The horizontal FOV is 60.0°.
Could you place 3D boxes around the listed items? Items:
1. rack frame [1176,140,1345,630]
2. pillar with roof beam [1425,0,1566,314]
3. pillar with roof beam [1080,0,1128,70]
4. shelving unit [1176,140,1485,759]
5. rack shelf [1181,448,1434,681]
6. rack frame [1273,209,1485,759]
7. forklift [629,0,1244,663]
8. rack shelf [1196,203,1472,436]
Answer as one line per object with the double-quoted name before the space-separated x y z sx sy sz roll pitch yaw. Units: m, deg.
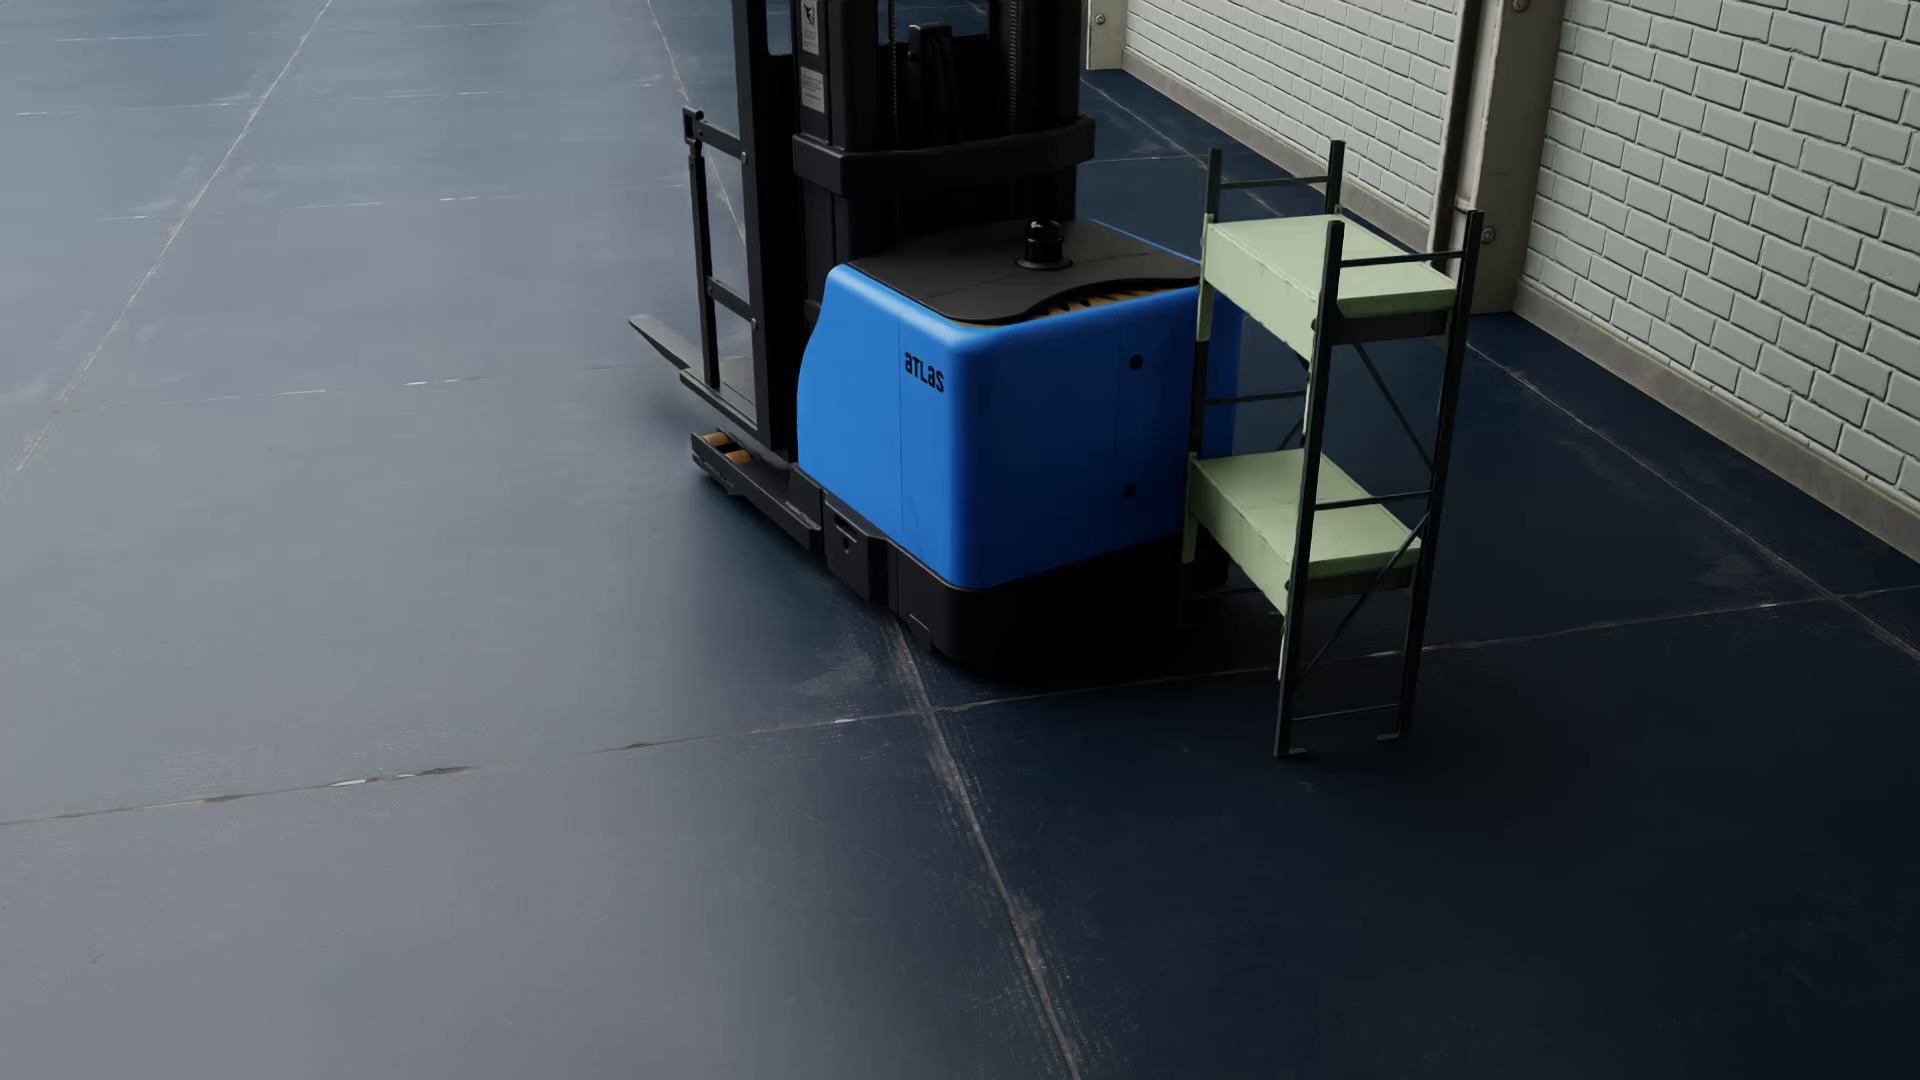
"rack frame" 0.873 -0.416 4.910 0.400 1.500 0.023 -7 28 -13
"pillar with roof beam" -1.728 -4.745 5.165 9.100 9.000 0.400 -6 27 -12
"pillar with roof beam" -3.080 -7.379 10.383 9.100 9.000 0.400 -6 27 -12
"shelving unit" 0.966 -0.257 4.594 0.431 1.500 0.755 -7 28 -13
"rack shelf" 0.966 0.034 4.741 0.431 0.370 0.720 -7 28 -13
"rack frame" 1.059 -0.097 4.278 0.400 1.500 0.023 -7 28 -13
"forklift" -0.343 -1.569 5.605 1.130 2.935 3.031 -16 31 -28
"rack shelf" 0.966 -0.605 4.419 0.431 0.370 0.720 -7 28 -13
